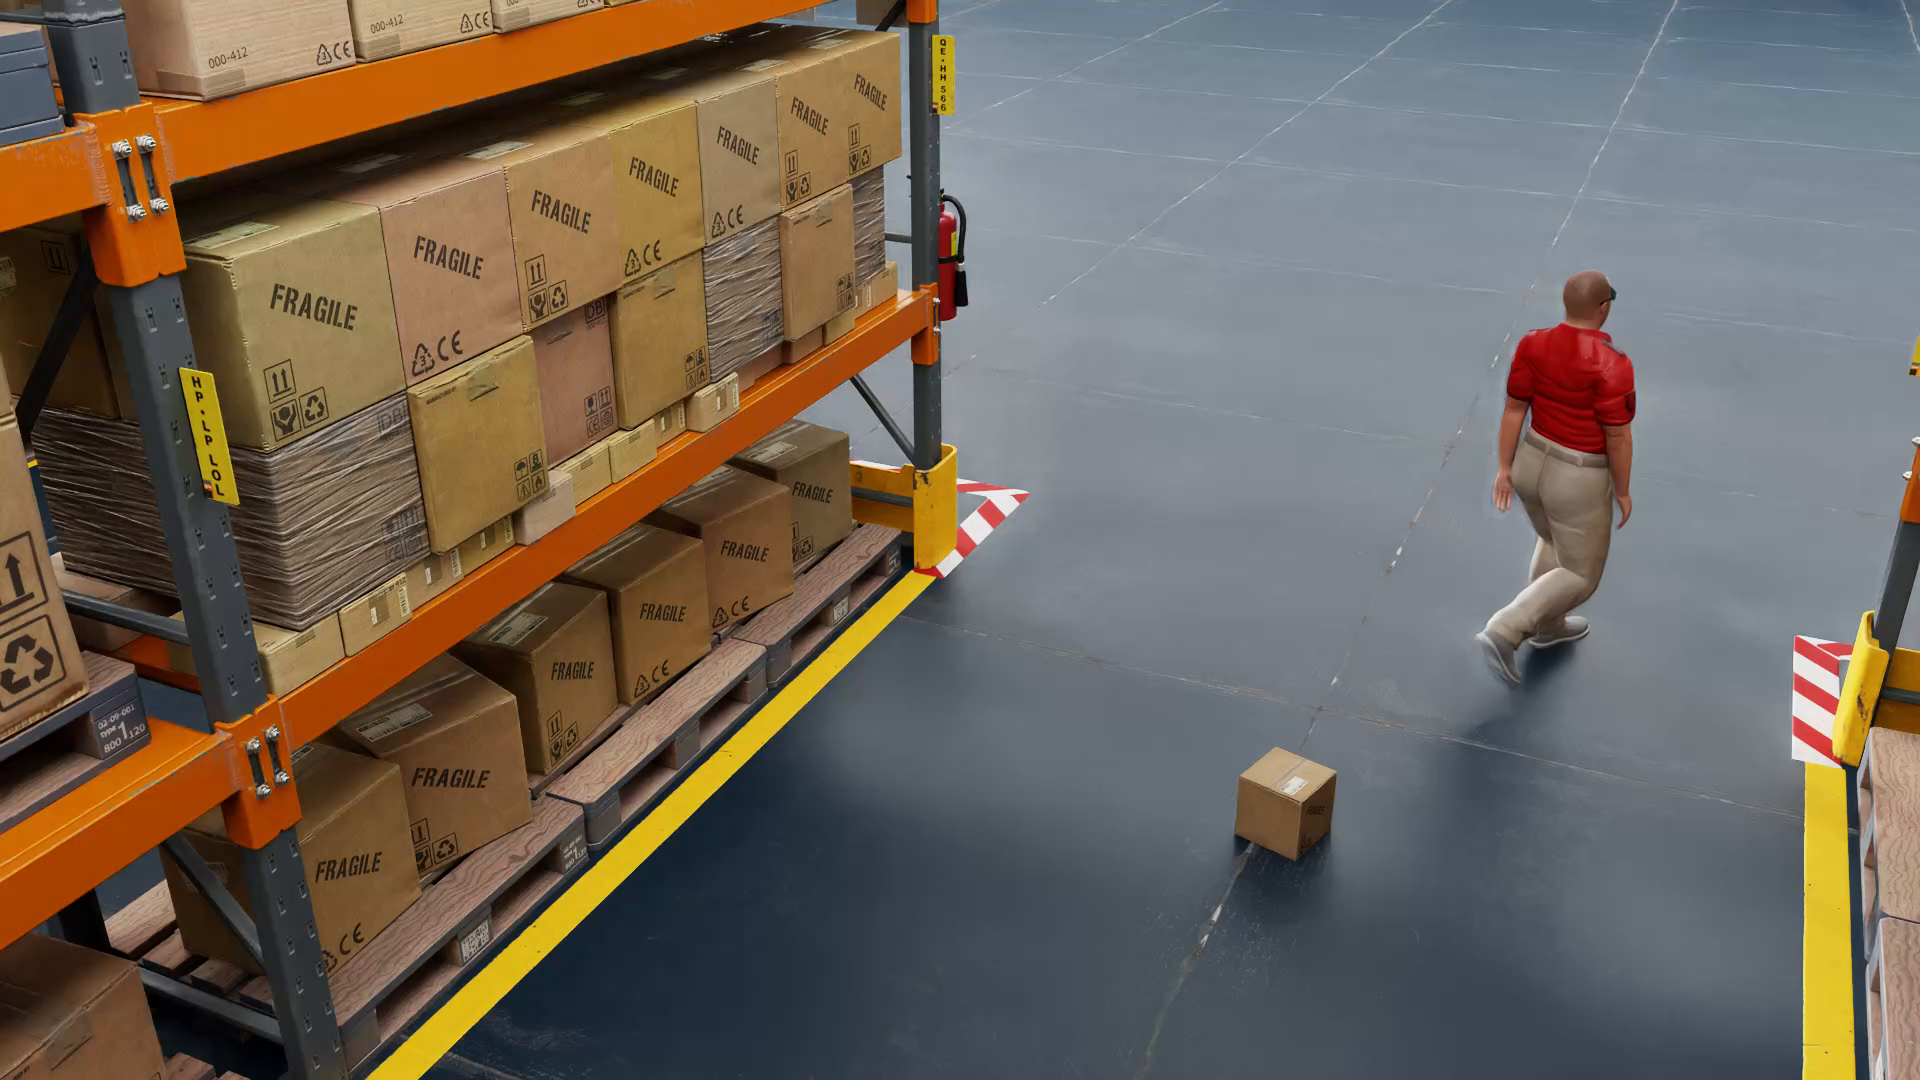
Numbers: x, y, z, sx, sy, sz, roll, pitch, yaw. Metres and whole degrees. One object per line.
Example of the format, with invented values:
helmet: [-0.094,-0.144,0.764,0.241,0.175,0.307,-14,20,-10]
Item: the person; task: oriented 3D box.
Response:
person: [2.379,-0.249,6.610,0.862,1.687,0.529,-14,29,-27]
